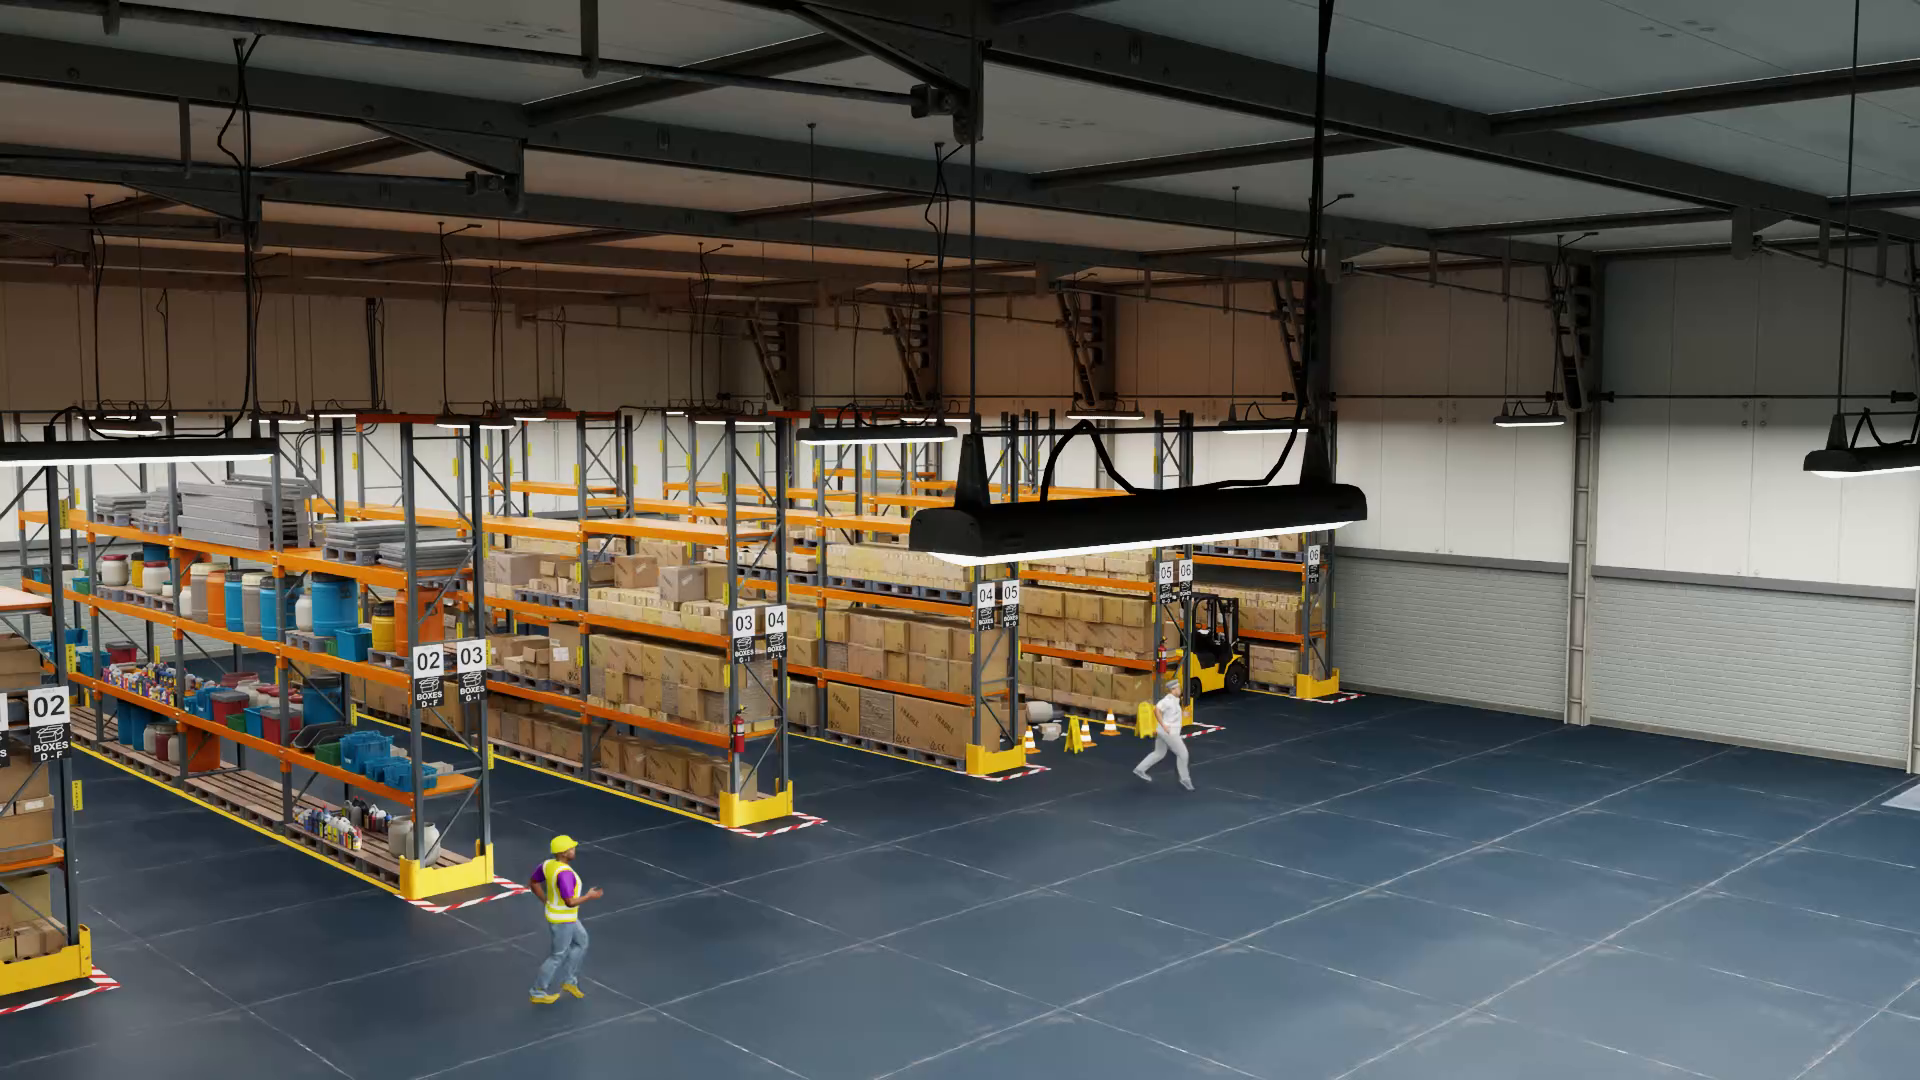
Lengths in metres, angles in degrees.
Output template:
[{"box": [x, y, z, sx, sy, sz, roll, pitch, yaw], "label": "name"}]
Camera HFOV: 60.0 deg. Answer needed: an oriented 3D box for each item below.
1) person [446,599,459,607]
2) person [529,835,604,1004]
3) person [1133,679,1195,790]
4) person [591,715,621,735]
[{"box": [-11.702, 2.099, 38.482, 0.723, 1.764, 0.917, -1, 5, -14], "label": "person"}, {"box": [-4.111, 3.957, 17.289, 0.778, 1.803, 0.644, -2, 5, -24], "label": "person"}, {"box": [3.297, 3.146, 26.827, 1.009, 1.854, 0.599, 0, 5, -3], "label": "person"}, {"box": [-6.711, 2.758, 31.147, 0.955, 1.737, 0.658, 5, 7, 42], "label": "person"}]
